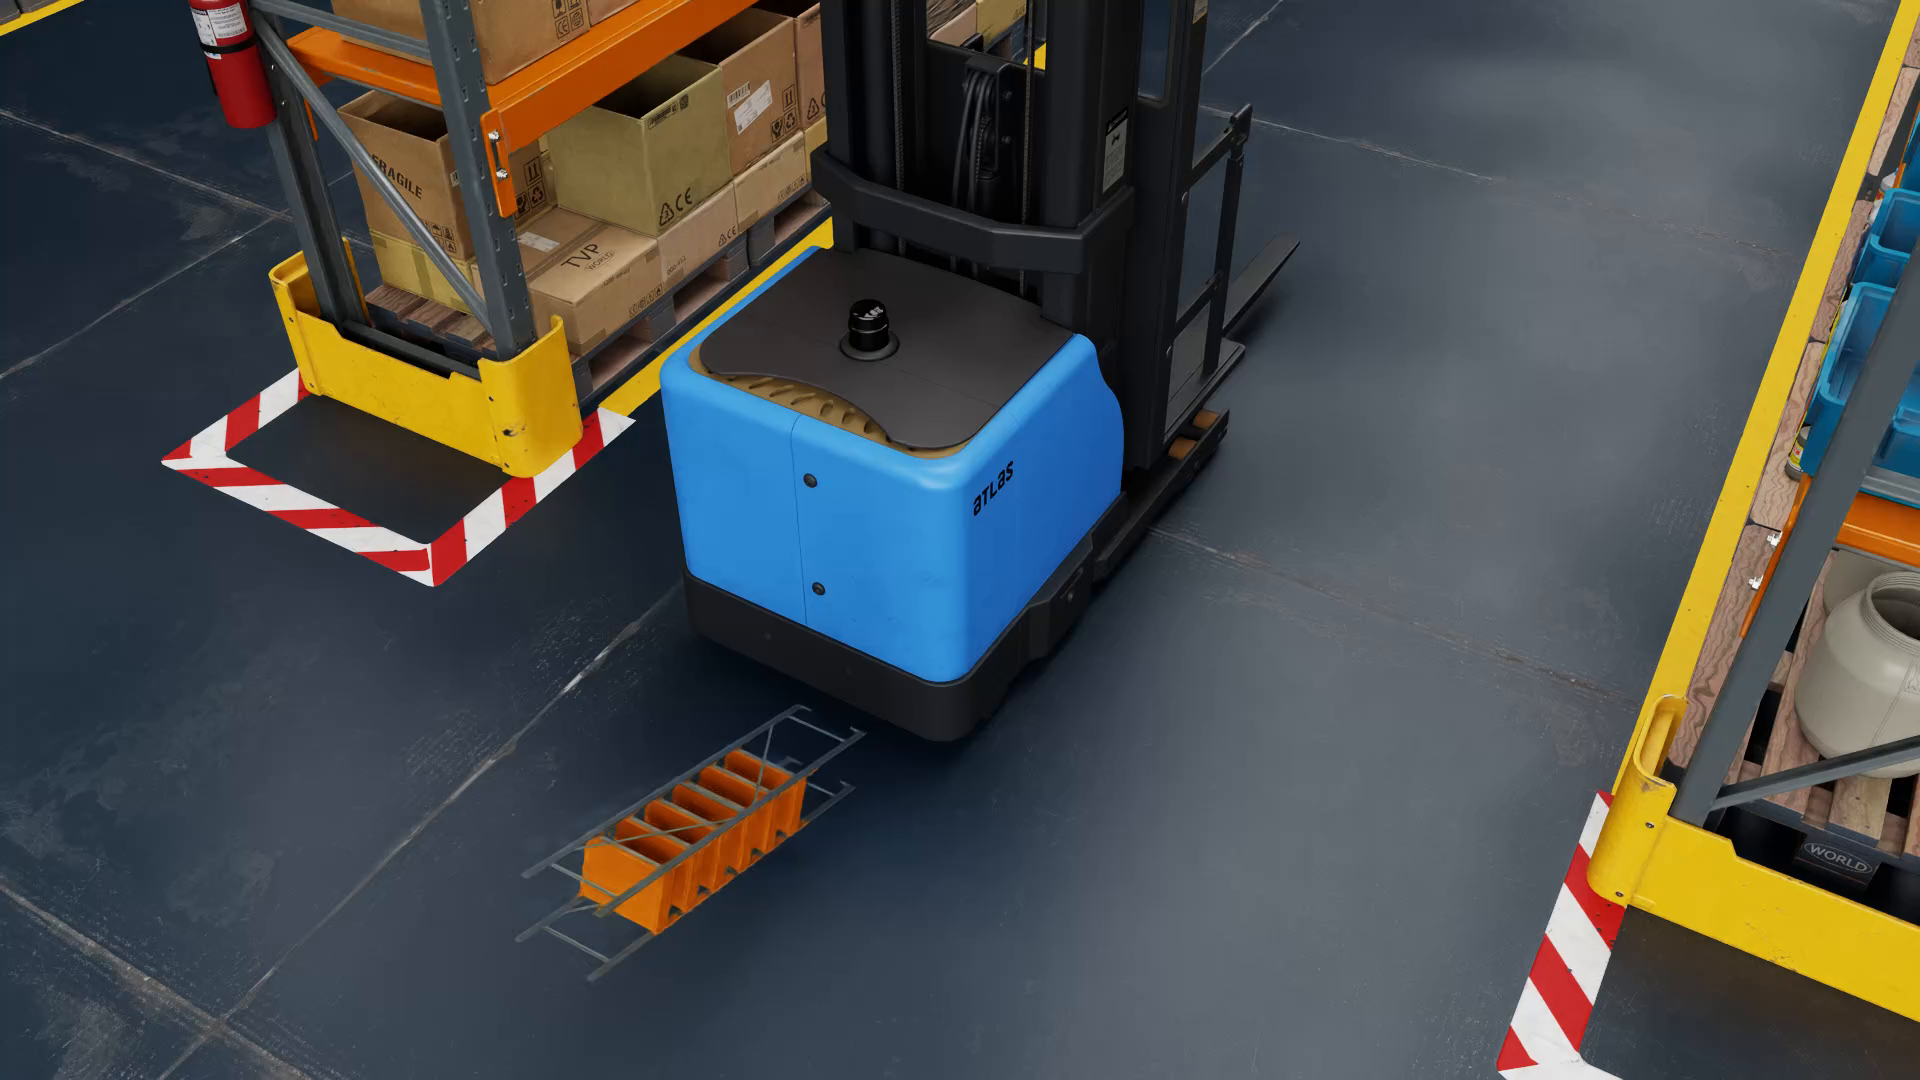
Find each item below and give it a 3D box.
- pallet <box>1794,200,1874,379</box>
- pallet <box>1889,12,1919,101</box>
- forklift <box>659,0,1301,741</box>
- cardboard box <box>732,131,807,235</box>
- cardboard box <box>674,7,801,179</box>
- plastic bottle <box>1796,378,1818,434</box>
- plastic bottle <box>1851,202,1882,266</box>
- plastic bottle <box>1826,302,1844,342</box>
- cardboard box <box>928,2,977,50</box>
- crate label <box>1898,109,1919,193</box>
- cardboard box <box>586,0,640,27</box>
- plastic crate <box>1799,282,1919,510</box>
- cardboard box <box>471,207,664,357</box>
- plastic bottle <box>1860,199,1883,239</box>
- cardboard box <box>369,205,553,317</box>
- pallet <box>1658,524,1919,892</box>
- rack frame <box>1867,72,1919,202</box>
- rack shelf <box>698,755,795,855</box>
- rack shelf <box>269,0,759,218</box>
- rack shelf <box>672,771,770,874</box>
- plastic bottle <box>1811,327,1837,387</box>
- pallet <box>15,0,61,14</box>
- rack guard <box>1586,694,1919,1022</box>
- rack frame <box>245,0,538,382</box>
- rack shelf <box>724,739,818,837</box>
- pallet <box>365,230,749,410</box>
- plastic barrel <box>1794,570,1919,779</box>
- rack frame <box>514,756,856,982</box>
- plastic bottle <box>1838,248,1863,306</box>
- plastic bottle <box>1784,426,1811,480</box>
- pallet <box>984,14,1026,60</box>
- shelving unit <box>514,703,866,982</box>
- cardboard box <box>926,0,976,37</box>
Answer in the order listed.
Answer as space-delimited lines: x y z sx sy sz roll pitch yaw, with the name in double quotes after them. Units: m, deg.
3.959 -0.870 6.578 1.003 0.211 1.213 21 45 22 "pallet"
5.300 -2.404 8.320 1.003 0.211 1.213 21 45 22 "pallet"
0.327 -1.452 5.181 1.130 2.935 3.031 22 46 23 "forklift"
-0.999 -1.571 7.027 0.500 0.250 0.500 21 45 22 "cardboard box"
-1.009 -1.856 6.783 0.500 0.500 0.500 21 45 22 "cardboard box"
3.018 -0.472 5.745 0.152 0.276 0.135 21 46 22 "plastic bottle"
3.654 -1.199 6.569 0.152 0.276 0.135 23 46 24 "plastic bottle"
3.311 -0.815 6.190 0.097 0.201 0.097 0 41 0 "plastic bottle"
-0.258 -2.433 8.006 0.500 0.250 0.500 21 45 22 "cardboard box"
3.016 -1.154 4.764 0.502 0.435 0.616 21 45 22 "crate label"
-1.454 -2.241 5.950 0.700 0.500 0.500 22 46 23 "cardboard box"
2.320 -0.328 3.965 0.499 0.251 0.616 21 45 22 "plastic crate"
-1.497 -0.998 6.376 0.500 0.250 0.500 21 45 22 "cardboard box"
3.741 -1.307 6.748 0.097 0.201 0.097 0 41 0 "plastic bottle"
-1.945 -1.169 6.570 0.500 0.250 0.500 21 45 22 "cardboard box"
2.738 0.526 4.993 1.003 0.211 1.213 21 45 22 "pallet"
4.331 -2.287 6.077 1.000 3.000 0.127 21 45 22 "rack frame"
-0.595 0.718 4.551 0.258 0.180 0.103 21 23 22 "rack shelf"
-0.957 -2.513 6.878 1.077 0.370 4.000 21 45 22 "rack shelf"
-0.650 0.748 4.449 0.258 0.180 0.103 21 23 22 "rack shelf"
3.167 -0.676 5.919 0.144 0.351 0.185 23 46 24 "plastic bottle"
-5.162 -3.420 9.474 1.003 0.211 1.213 21 45 22 "pallet"
2.326 0.881 4.372 1.175 0.500 0.348 21 45 22 "rack guard"
-1.958 -1.639 5.341 1.000 3.000 0.127 21 45 22 "rack frame"
-0.540 0.688 4.654 0.258 0.180 0.103 21 23 22 "rack shelf"
-1.611 -1.044 6.775 1.003 0.211 1.213 21 45 22 "pallet"
2.592 0.376 4.618 0.421 0.512 0.421 0 41 0 "plastic barrel"
-0.688 0.843 4.445 0.240 0.006 1.200 21 23 22 "rack frame"
3.473 -1.025 6.316 0.144 0.351 0.185 19 45 20 "plastic bottle"
2.869 -0.309 5.616 0.097 0.201 0.097 0 41 0 "plastic bottle"
-0.390 -2.440 8.361 1.003 0.211 1.213 21 45 22 "pallet"
-0.671 0.759 4.411 0.258 0.189 1.200 21 23 22 "shelving unit"
-0.259 -2.715 7.758 0.500 0.500 0.500 21 45 22 "cardboard box"
